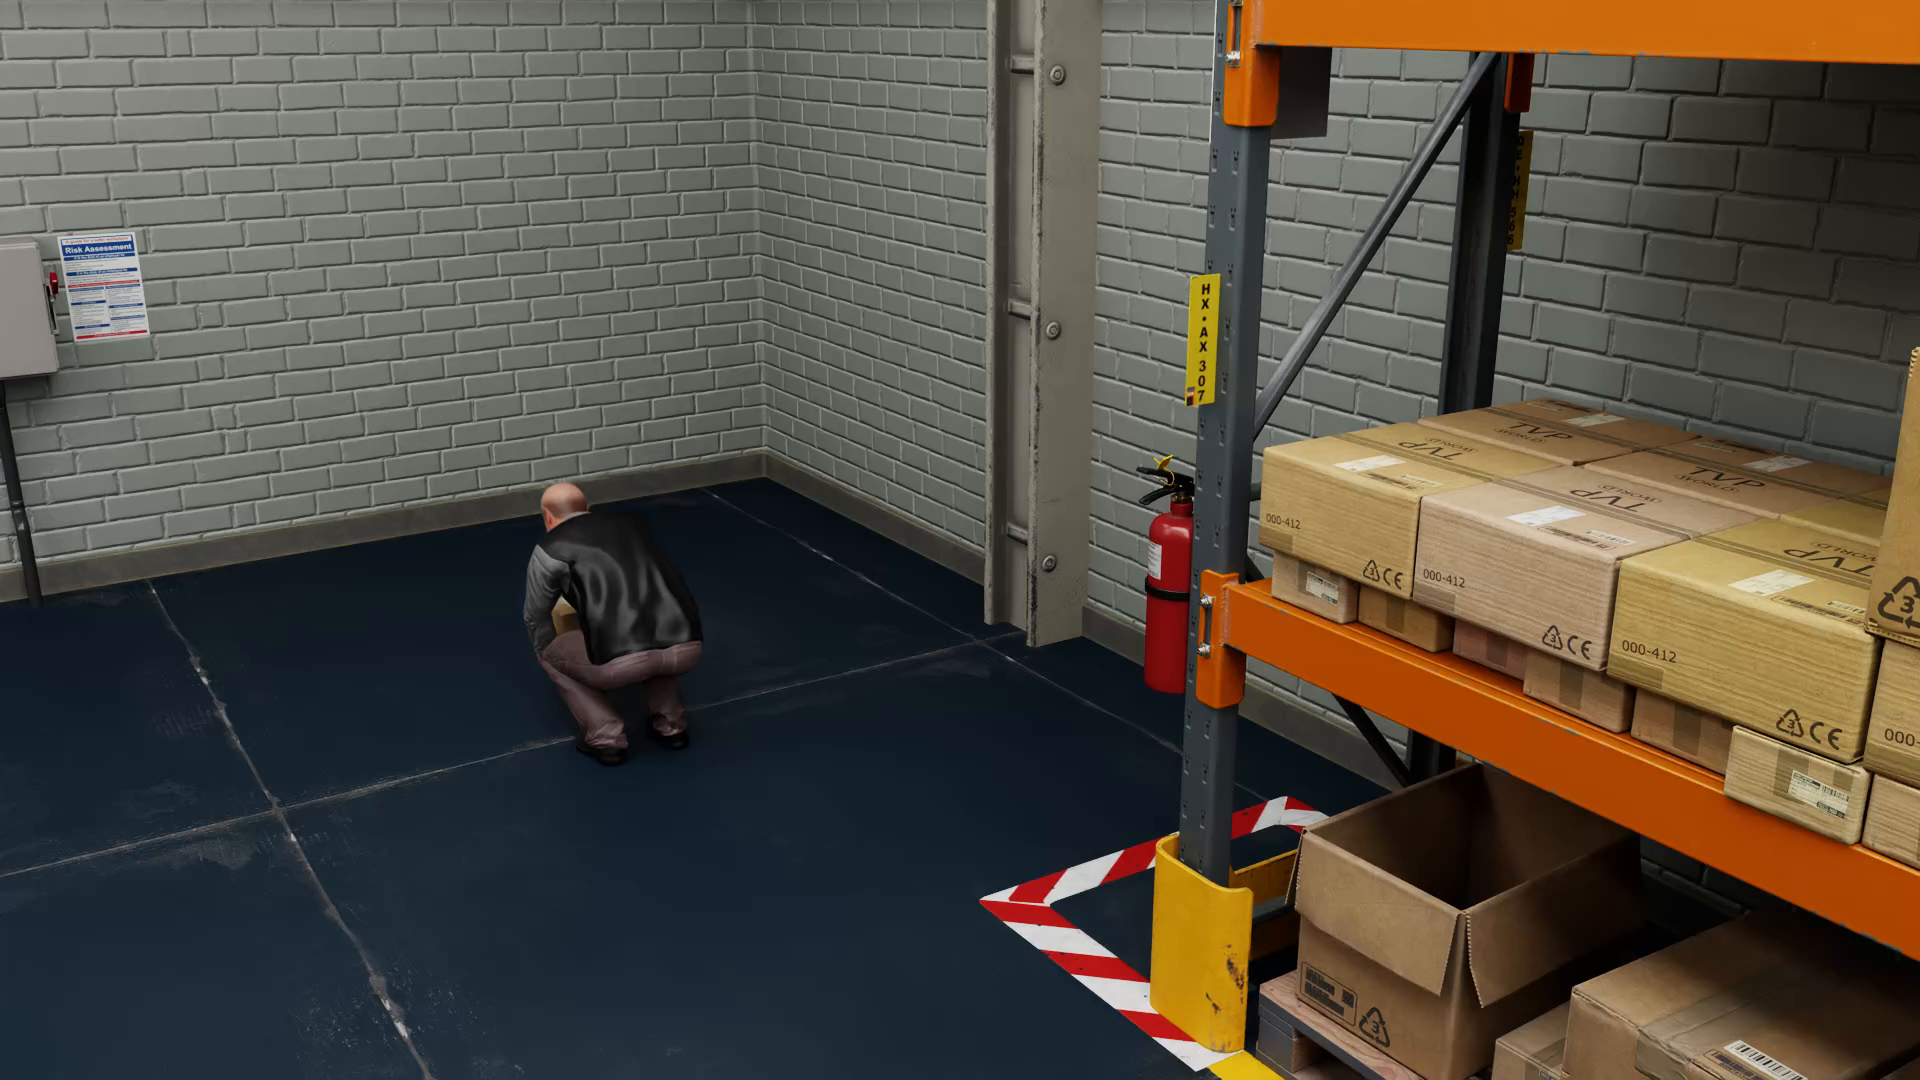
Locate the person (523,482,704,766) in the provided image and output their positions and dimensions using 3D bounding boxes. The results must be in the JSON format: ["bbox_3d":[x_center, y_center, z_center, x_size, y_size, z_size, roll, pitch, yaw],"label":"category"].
[{"bbox_3d":[-1.345,0.307,6.380,0.539,0.969,0.873,-11,21,-32],"label":"person"}]
